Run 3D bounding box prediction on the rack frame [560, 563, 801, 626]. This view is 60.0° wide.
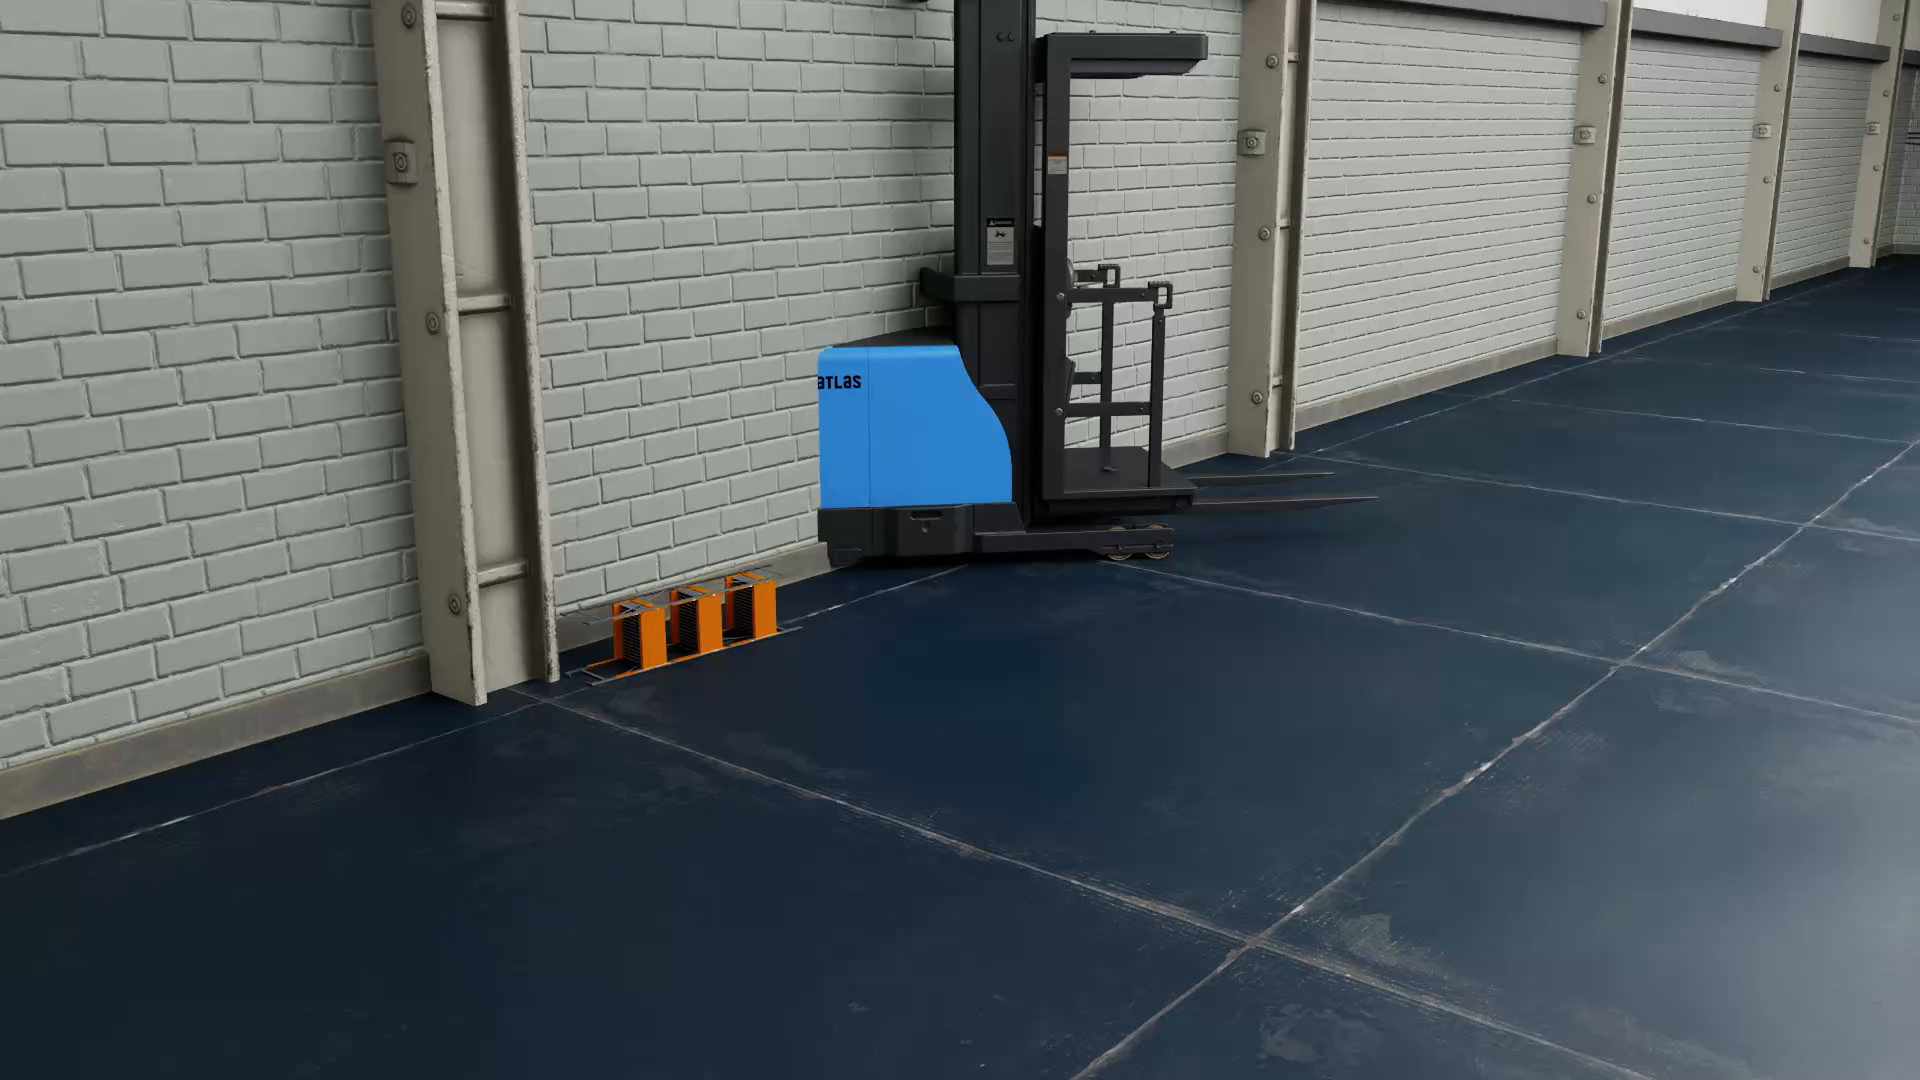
[{"bbox_3d":[-1.116,0.213,6.763,0.200,0.008,1.050,14,20,43],"label":"rack frame"}]

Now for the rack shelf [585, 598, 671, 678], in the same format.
[{"bbox_3d":[-1.319,0.382,6.594,0.215,0.240,0.259,14,20,43],"label":"rack shelf"}]

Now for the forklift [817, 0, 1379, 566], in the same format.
[{"bbox_3d":[0.616,-1.445,8.360,3.031,2.935,1.130,-2,14,-9],"label":"forklift"}]

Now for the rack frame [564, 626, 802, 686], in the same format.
[{"bbox_3d":[-1.116,0.450,6.823,0.200,0.008,1.050,14,20,43],"label":"rack frame"}]

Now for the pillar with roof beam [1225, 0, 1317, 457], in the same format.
[{"bbox_3d":[5.320,-4.288,7.224,9.100,9.000,0.400,11,18,38],"label":"pillar with roof beam"}]

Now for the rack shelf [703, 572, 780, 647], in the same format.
[{"bbox_3d":[-0.924,0.284,6.981,0.215,0.240,0.259,14,20,43],"label":"rack shelf"}]

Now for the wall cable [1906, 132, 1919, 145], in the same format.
[{"bbox_3d":[16.164,-7.256,25.214,3.097,2.526,0.112,11,18,38],"label":"wall cable"}]

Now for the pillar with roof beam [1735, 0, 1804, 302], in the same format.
[{"bbox_3d":[12.862,-6.586,16.271,9.100,9.000,0.400,11,18,38],"label":"pillar with roof beam"}]

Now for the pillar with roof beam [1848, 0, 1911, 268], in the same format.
[{"bbox_3d":[16.633,-7.735,20.794,9.100,9.000,0.400,11,18,38],"label":"pillar with roof beam"}]

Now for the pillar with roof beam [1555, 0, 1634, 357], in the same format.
[{"bbox_3d":[9.091,-5.437,11.748,9.100,9.000,0.400,11,18,38],"label":"pillar with roof beam"}]

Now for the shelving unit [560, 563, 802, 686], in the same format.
[{"bbox_3d":[-1.116,0.332,6.793,0.215,0.252,1.050,14,20,43],"label":"shelving unit"}]

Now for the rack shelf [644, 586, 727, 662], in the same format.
[{"bbox_3d":[-1.124,0.333,6.786,0.215,0.240,0.259,14,20,43],"label":"rack shelf"}]

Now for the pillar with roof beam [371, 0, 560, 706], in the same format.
[{"bbox_3d":[1.549,-3.139,2.701,9.100,9.000,0.400,11,18,38],"label":"pillar with roof beam"}]
